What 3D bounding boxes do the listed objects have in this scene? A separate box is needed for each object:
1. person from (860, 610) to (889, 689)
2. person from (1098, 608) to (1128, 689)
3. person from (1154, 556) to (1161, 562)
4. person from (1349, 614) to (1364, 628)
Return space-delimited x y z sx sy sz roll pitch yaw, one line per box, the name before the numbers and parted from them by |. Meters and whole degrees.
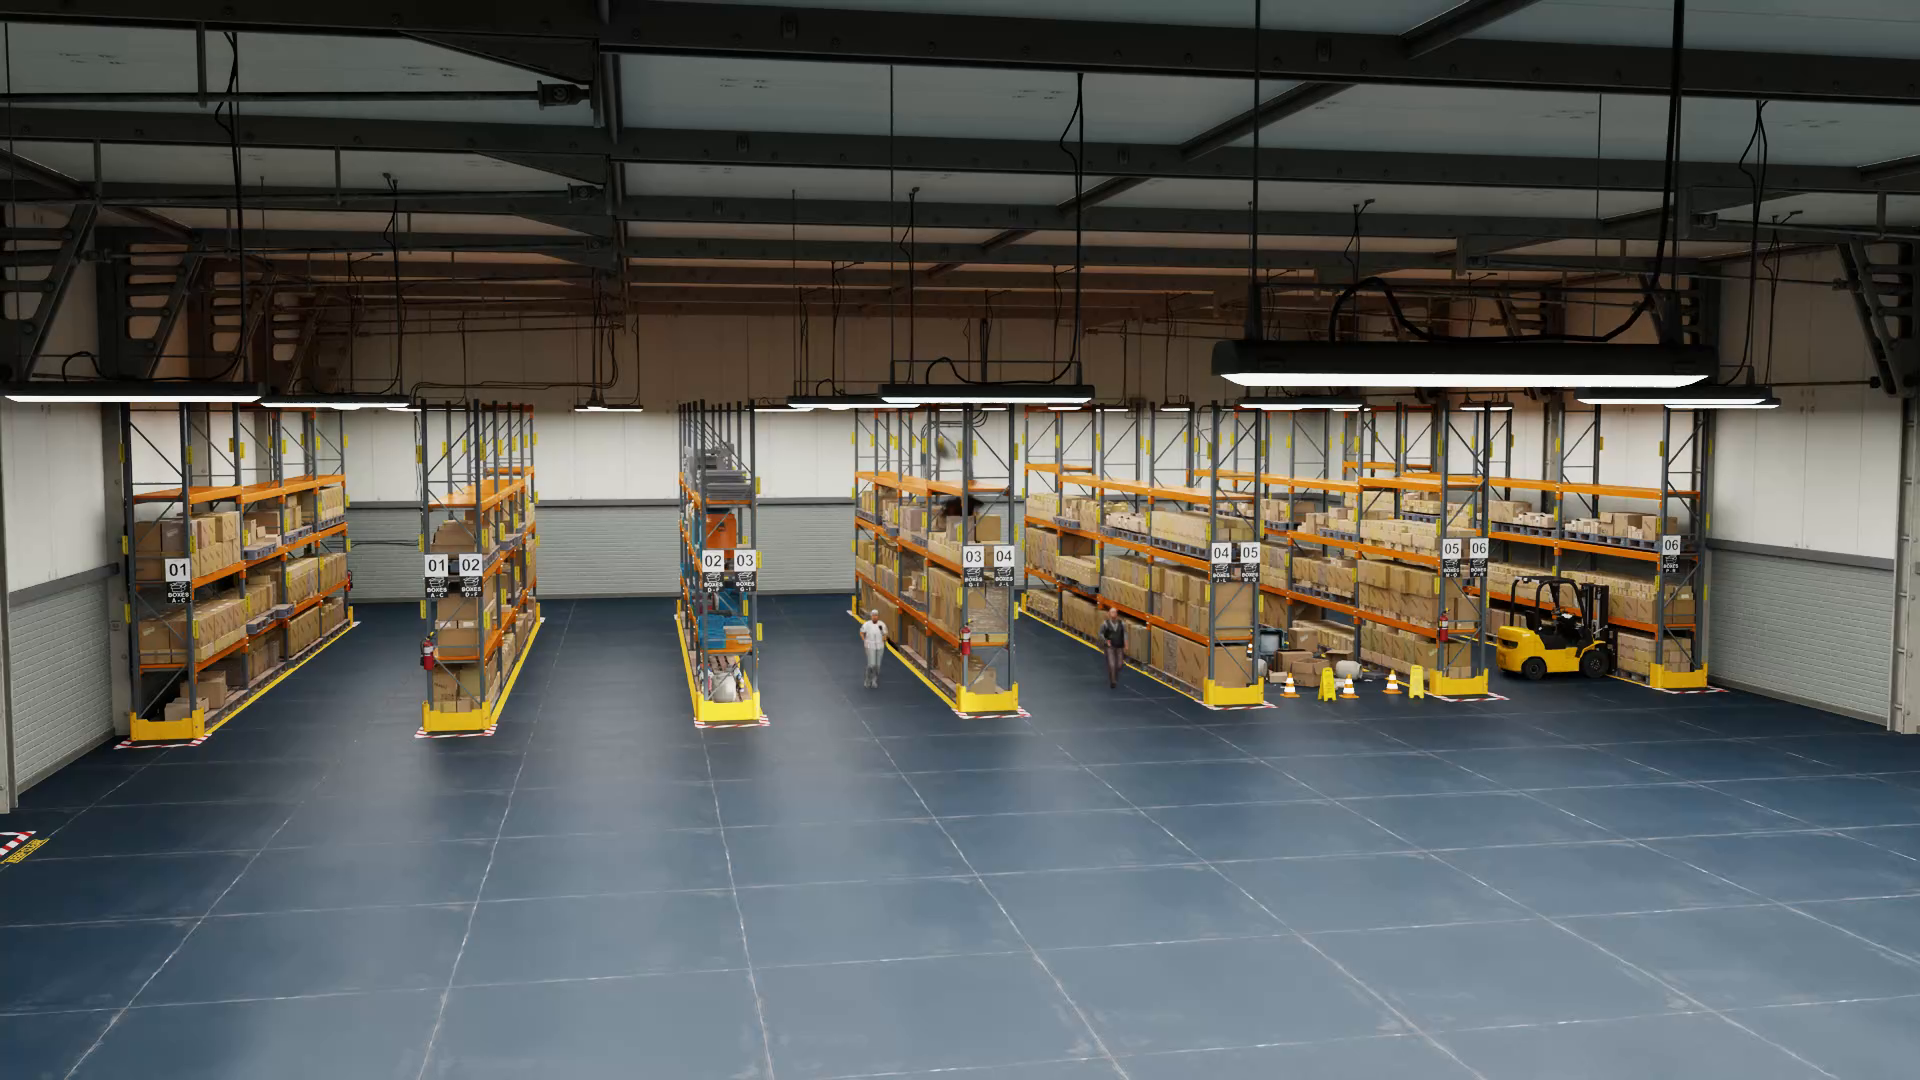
person | -1.770 2.284 34.765 0.581 1.658 0.638 -1 4 -14
person | 3.220 2.263 34.881 0.661 1.681 0.585 -1 4 -8
person | 5.974 1.053 51.326 0.653 1.584 0.586 -3 5 -30
person | 10.370 1.606 43.417 0.686 1.703 0.753 -1 4 -11
